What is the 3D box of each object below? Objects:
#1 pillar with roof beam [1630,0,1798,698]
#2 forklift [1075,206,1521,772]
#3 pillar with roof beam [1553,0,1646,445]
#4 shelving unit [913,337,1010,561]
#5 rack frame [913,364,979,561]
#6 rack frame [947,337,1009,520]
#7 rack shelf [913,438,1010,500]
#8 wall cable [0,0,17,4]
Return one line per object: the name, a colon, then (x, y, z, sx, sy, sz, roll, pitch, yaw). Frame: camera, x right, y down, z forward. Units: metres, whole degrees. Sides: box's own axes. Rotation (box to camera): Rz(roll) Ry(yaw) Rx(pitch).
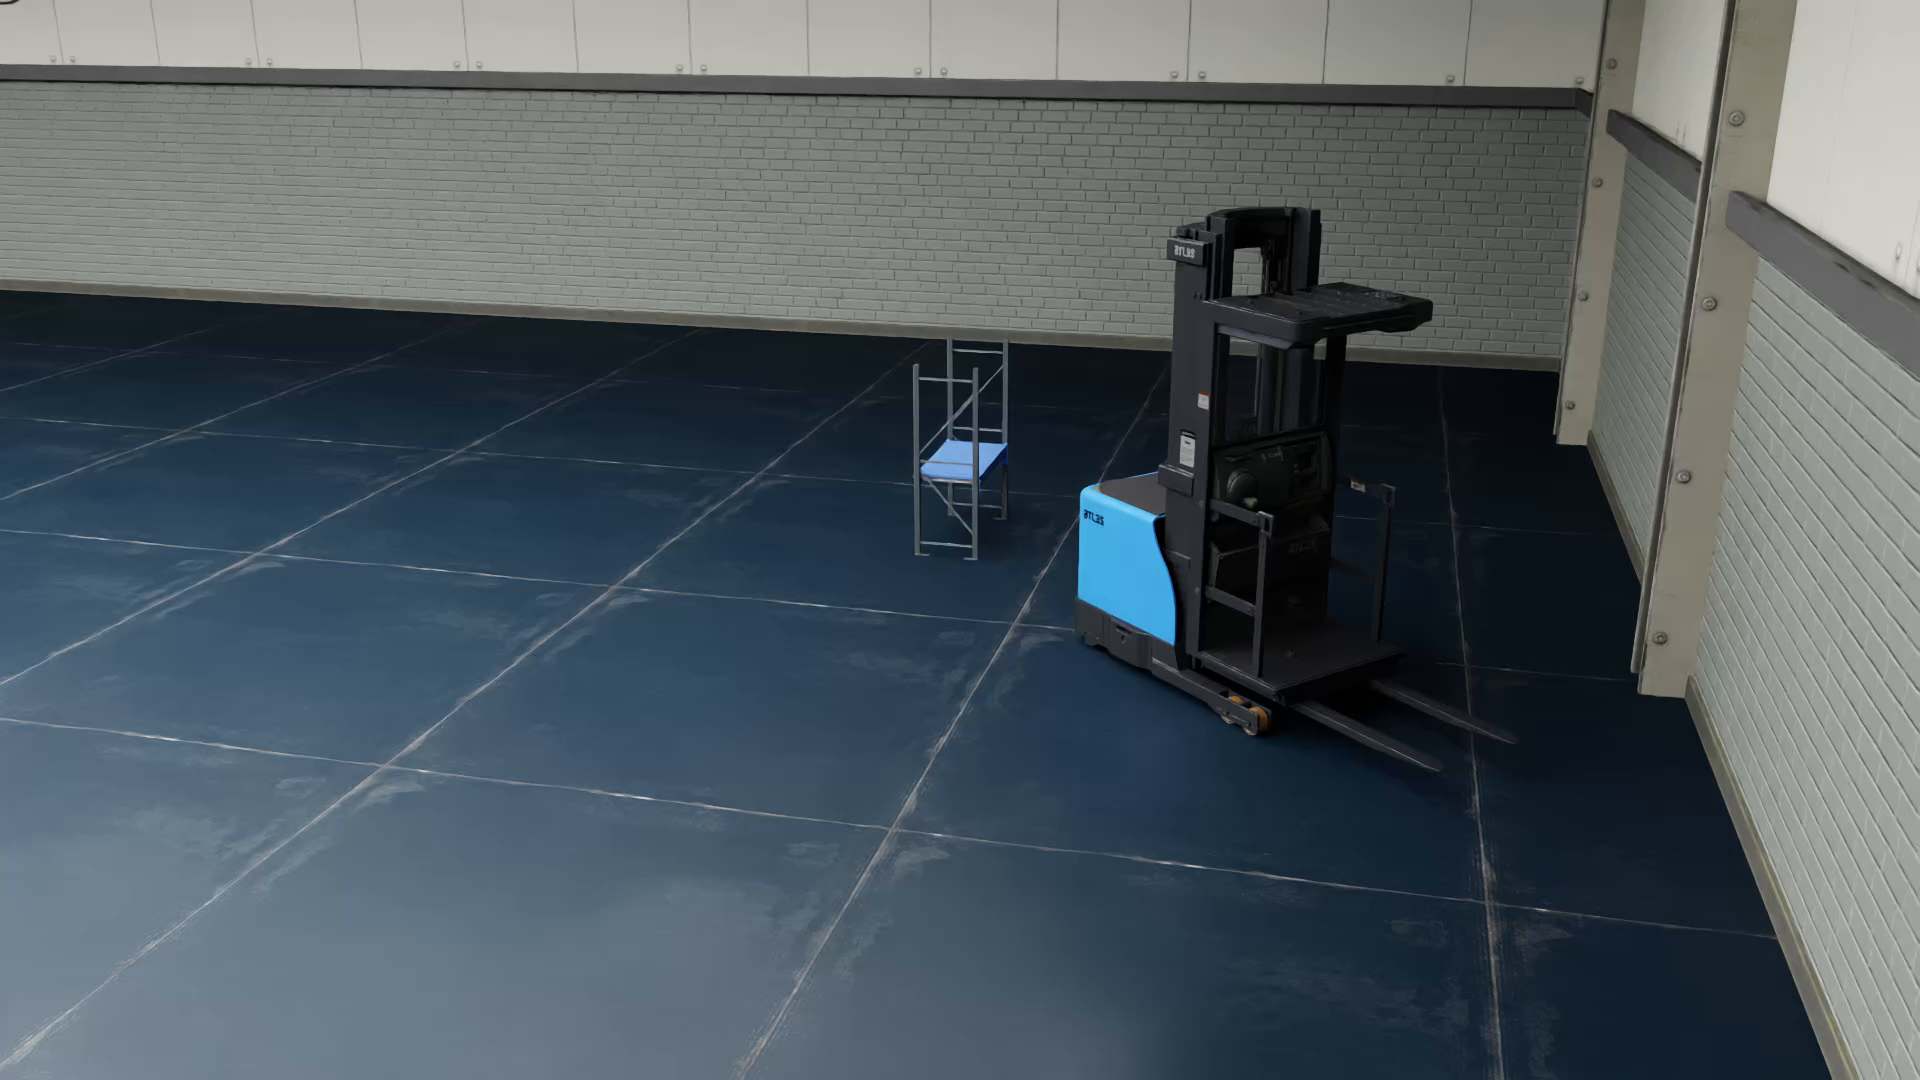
pillar with roof beam: (0.256, -3.689, 10.066, 9.100, 9.000, 0.400, 5, 19, 13)
forklift: (2.003, -0.408, 9.848, 1.130, 2.935, 3.031, -12, 22, -31)
pillar with roof beam: (1.722, -5.570, 15.572, 9.100, 9.000, 0.400, 5, 19, 13)
shelving unit: (0.021, -0.736, 13.023, 0.538, 1.500, 1.048, 5, 19, 13)
rack frame: (-0.103, -0.577, 12.557, 0.500, 1.500, 0.032, 5, 19, 13)
rack frame: (0.145, -0.896, 13.490, 0.500, 1.500, 0.032, 5, 19, 13)
rack shelf: (0.021, -0.566, 13.082, 0.538, 0.185, 1.000, 5, 19, 13)
wall cable: (-13.445, -9.391, 21.498, 2.305, 6.003, 0.169, 5, 19, 13)
